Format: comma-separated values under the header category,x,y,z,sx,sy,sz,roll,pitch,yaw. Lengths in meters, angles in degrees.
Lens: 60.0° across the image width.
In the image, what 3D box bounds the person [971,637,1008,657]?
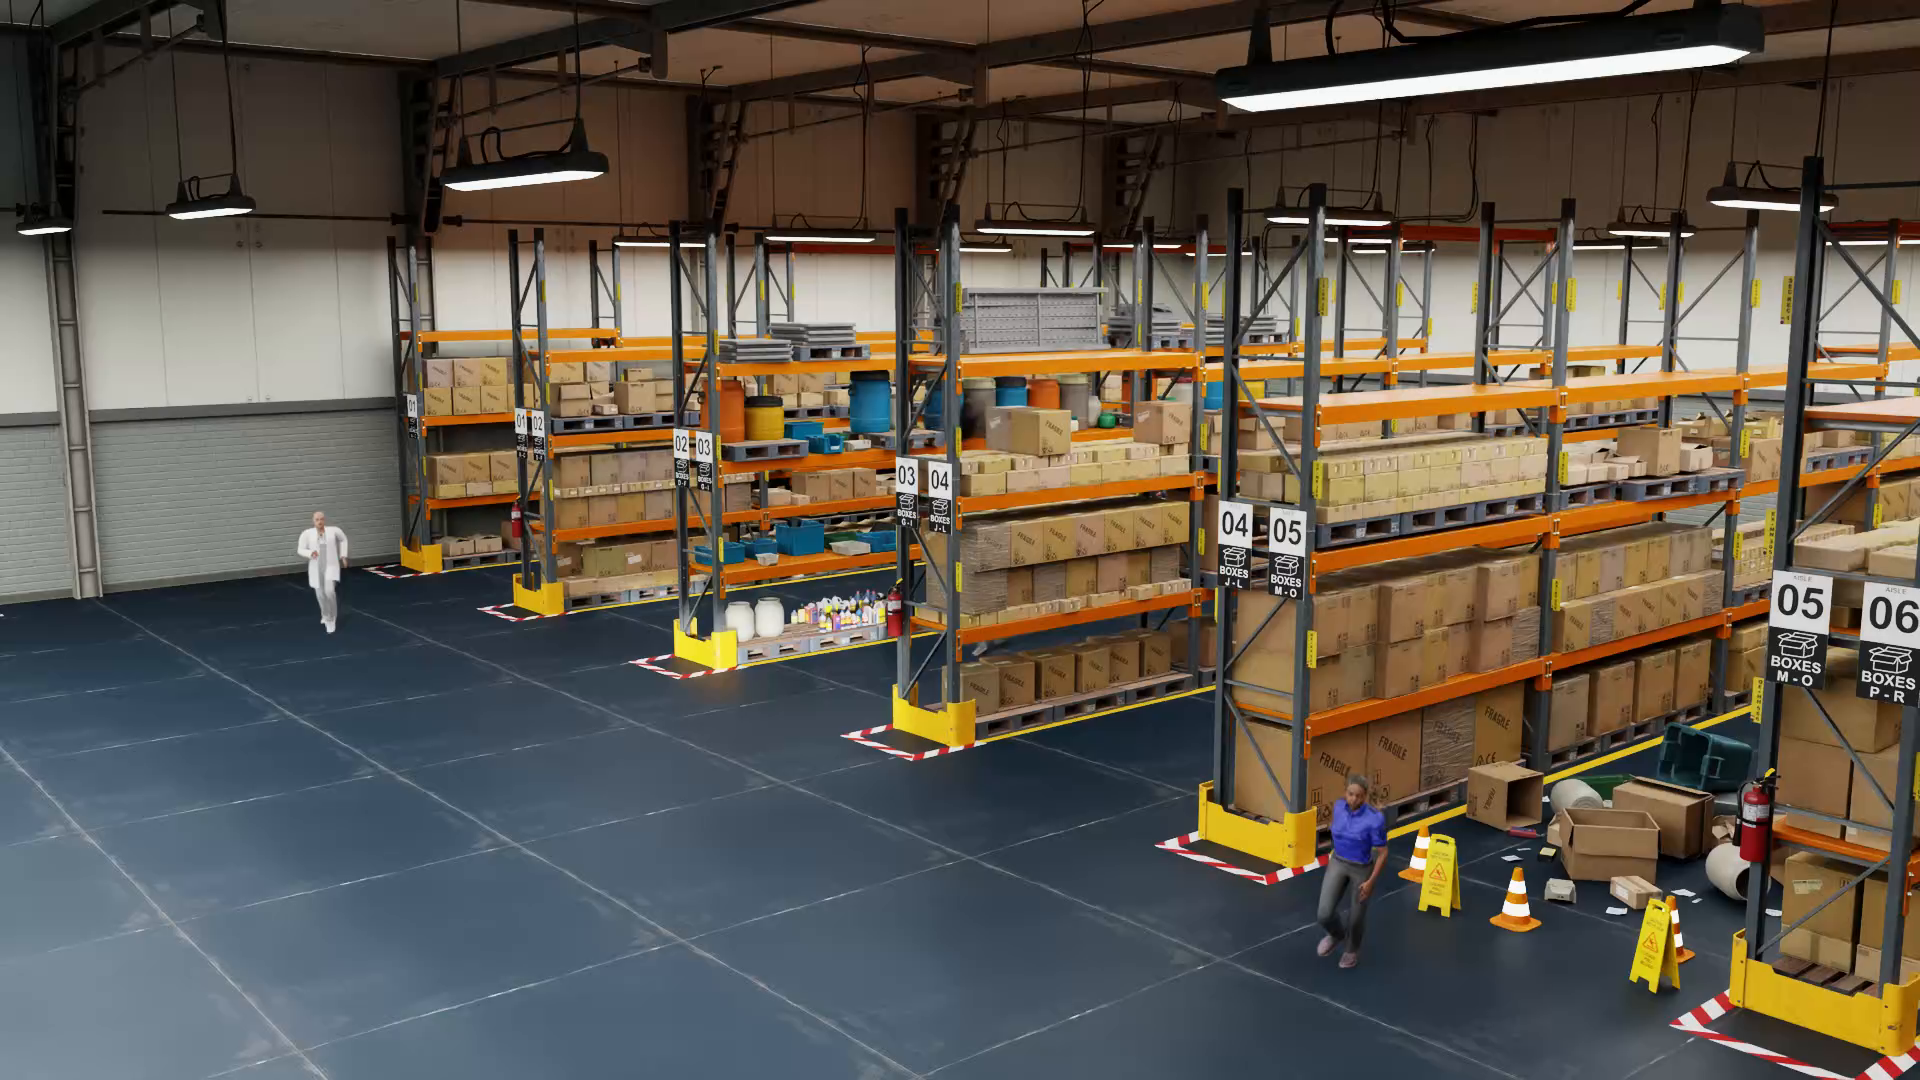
category,x,y,z,sx,sy,sz,roll,pitch,yaw
person,0.431,0.862,23.451,0.601,1.499,1.044,7,11,38

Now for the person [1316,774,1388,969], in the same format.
category,x,y,z,sx,sy,sz,roll,pitch,yaw
person,2.944,2.484,12.454,0.583,1.603,0.672,5,10,32

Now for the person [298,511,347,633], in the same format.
category,x,y,z,sx,sy,sz,roll,pitch,yaw
person,-9.530,0.480,24.897,0.646,1.837,0.912,-2,9,-11
